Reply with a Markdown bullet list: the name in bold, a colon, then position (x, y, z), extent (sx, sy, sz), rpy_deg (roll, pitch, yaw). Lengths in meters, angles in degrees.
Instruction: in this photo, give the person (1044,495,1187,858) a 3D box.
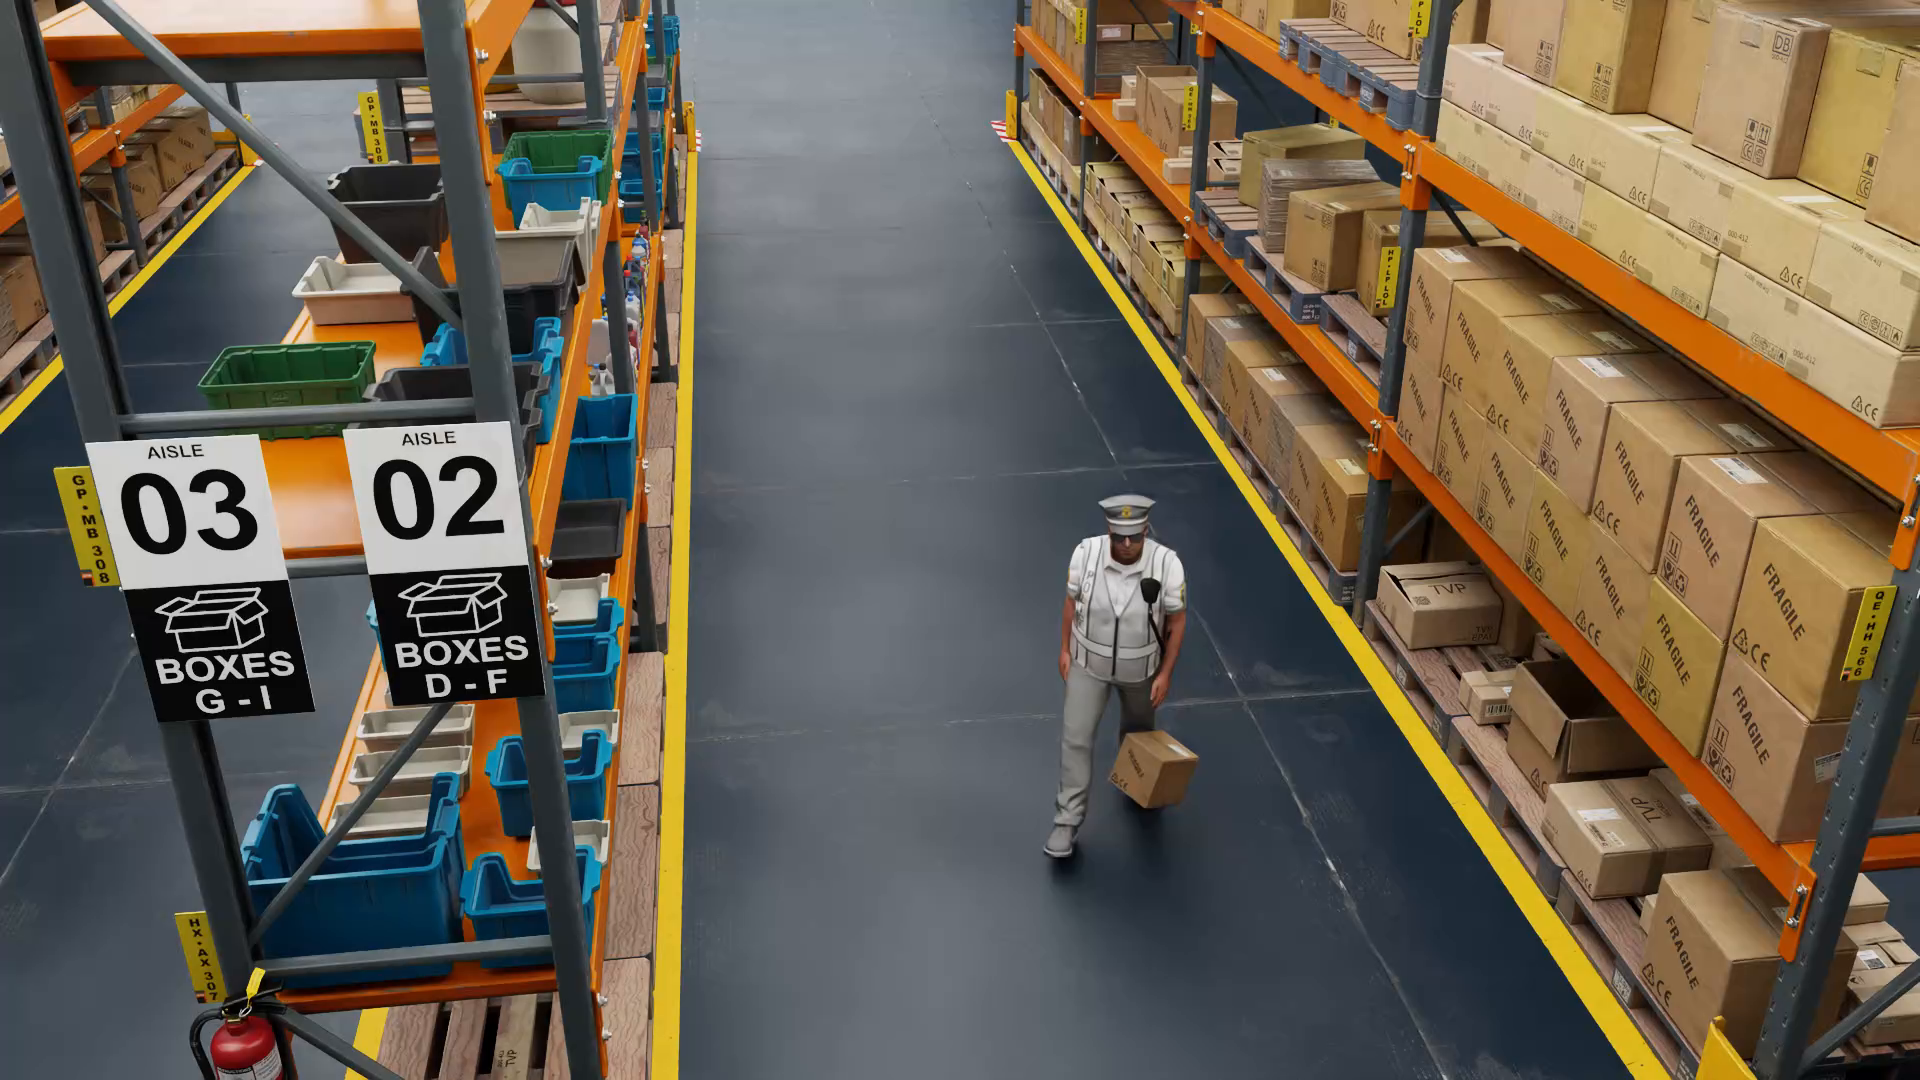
- **person**: position (0.718, 0.557, 7.513), extent (0.573, 1.712, 0.936), rpy_deg (4, 27, 8)
